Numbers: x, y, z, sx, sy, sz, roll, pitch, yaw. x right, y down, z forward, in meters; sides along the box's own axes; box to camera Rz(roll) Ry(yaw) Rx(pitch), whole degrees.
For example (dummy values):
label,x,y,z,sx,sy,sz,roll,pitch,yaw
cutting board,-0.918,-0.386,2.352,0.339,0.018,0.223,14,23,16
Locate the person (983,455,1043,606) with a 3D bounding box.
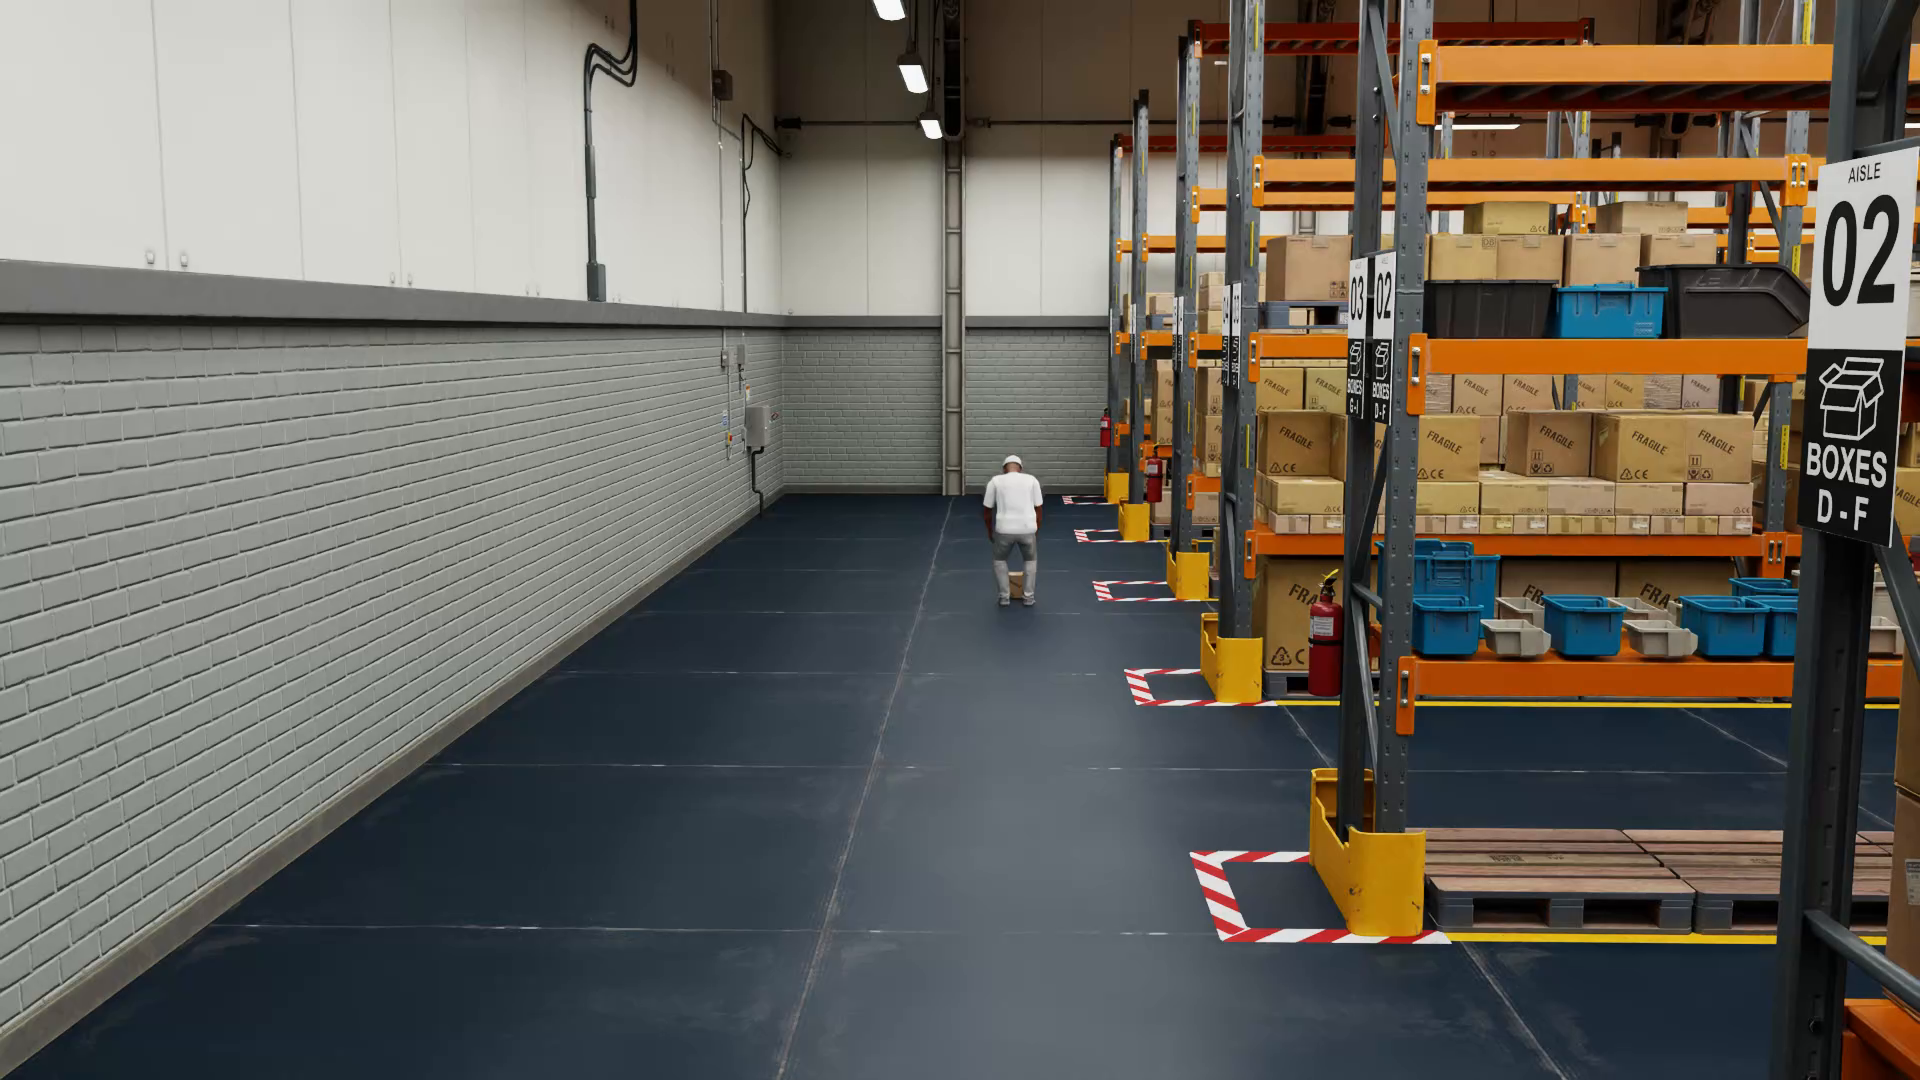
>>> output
label,x,y,z,sx,sy,sz,roll,pitch,yaw
person,0.550,-0.102,17.378,0.625,1.543,0.666,0,7,2
